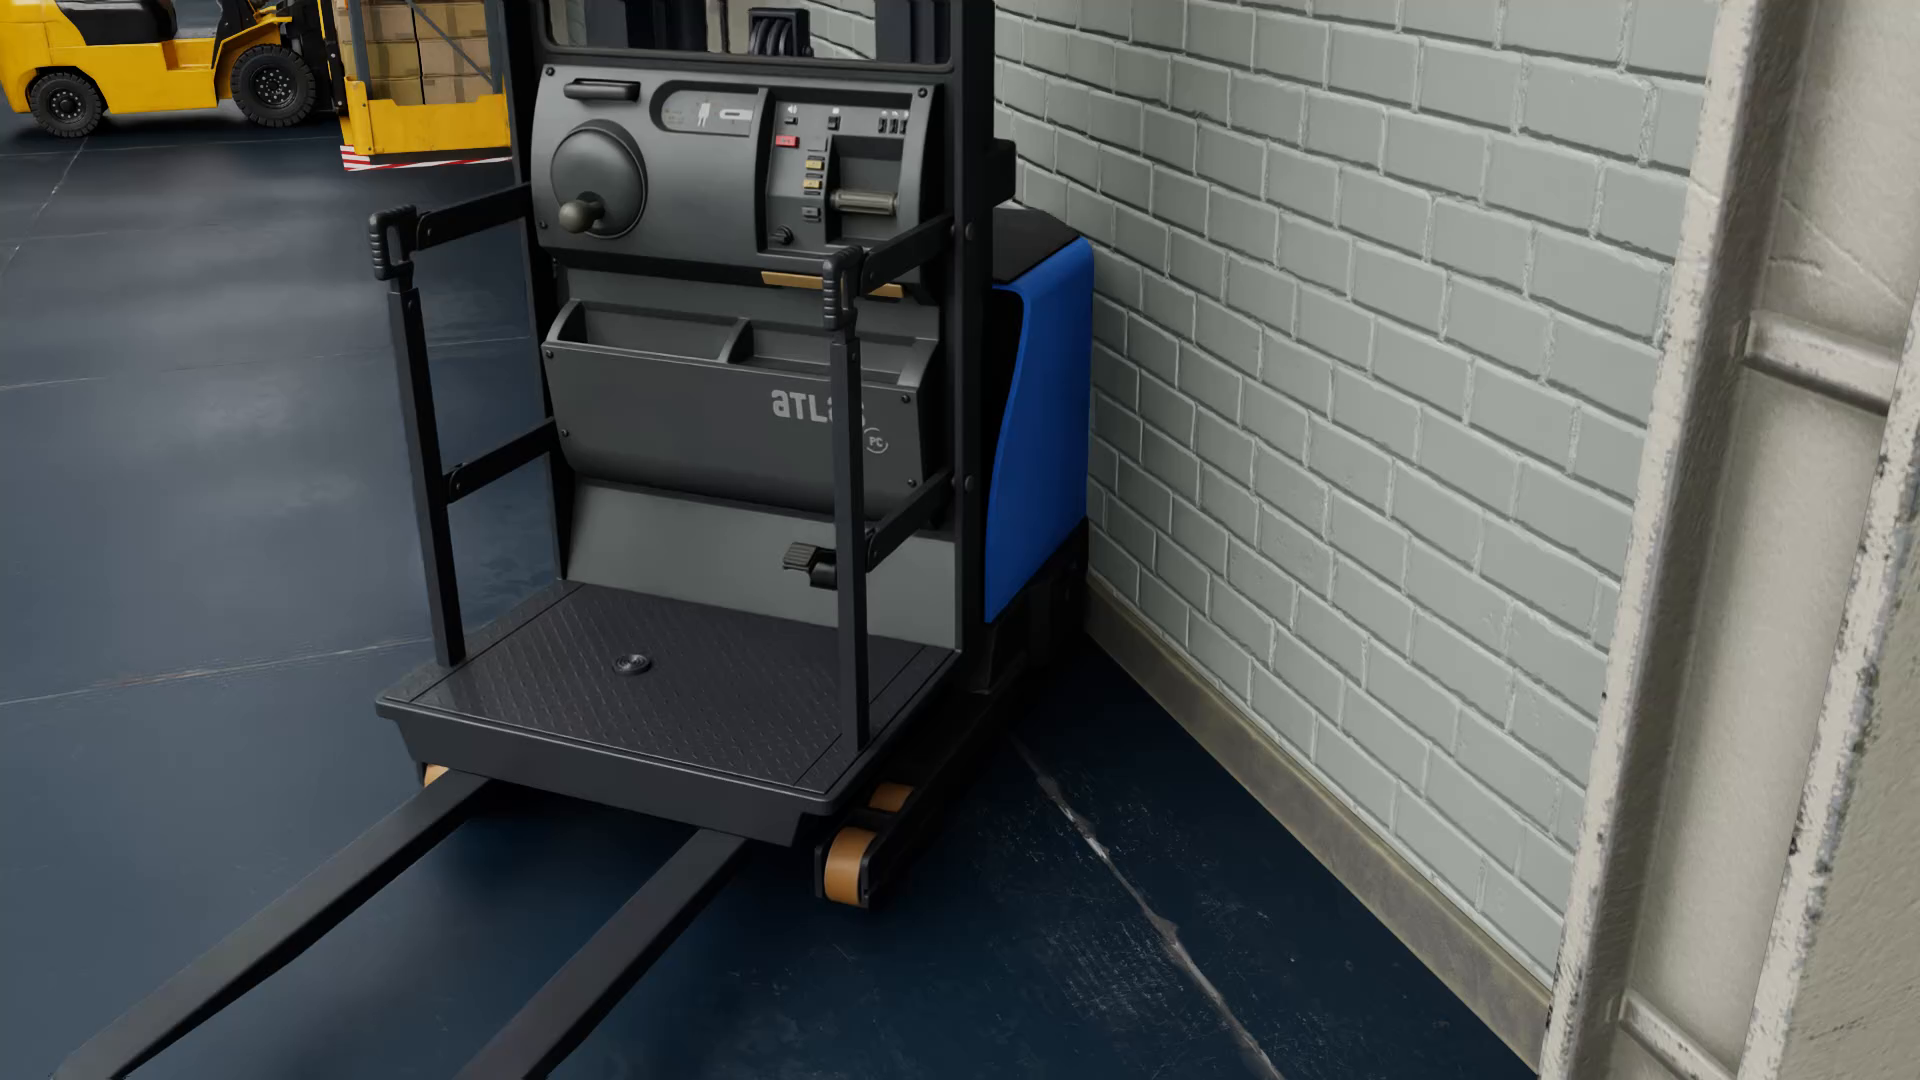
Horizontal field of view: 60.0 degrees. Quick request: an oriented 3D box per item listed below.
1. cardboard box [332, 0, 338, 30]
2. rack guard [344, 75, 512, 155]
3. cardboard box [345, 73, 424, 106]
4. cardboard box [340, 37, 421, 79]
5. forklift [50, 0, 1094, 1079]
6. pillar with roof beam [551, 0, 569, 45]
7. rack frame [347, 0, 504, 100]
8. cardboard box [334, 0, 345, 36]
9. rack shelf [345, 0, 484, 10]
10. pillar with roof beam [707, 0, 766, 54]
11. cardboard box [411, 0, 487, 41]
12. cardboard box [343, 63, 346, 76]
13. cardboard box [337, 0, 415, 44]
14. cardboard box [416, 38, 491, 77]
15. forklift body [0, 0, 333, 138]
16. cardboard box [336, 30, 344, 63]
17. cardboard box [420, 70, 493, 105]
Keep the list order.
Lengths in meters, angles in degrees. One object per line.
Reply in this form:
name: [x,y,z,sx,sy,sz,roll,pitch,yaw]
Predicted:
cardboard box: [-4.574,-4.100,12.827,0.500,0.250,0.500,-8,24,-18]
rack guard: [-3.738,-3.061,11.868,1.175,0.500,0.348,-8,24,-19]
cardboard box: [-4.208,-3.275,12.158,0.500,0.250,0.500,-8,24,-19]
cardboard box: [-4.211,-3.512,12.077,0.500,0.250,0.500,-9,24,-20]
forklift: [-0.570,-0.774,3.313,1.130,2.935,3.031,9,24,20]
pillar with roof beam: [-7.176,-6.772,9.730,9.100,9.000,0.400,-8,24,-19]
rack frame: [-3.746,-4.221,11.403,1.000,3.000,0.127,-8,24,-19]
cardboard box: [-4.386,-3.918,12.395,0.500,0.250,0.500,-8,24,-18]
rack shelf: [-4.453,-4.616,13.267,1.077,0.370,4.000,-8,24,-19]
pillar with roof beam: [-5.057,-4.592,4.558,9.100,9.000,0.400,-8,24,-19]
cardboard box: [-3.739,-3.809,12.138,0.500,0.250,0.500,-9,24,-20]
cardboard box: [-4.747,-3.826,13.464,0.500,0.250,0.500,-8,24,-17]
cardboard box: [-4.201,-3.733,11.957,0.500,0.250,0.500,-8,24,-17]
cardboard box: [-3.718,-3.577,12.232,0.500,0.250,0.500,-8,24,-18]
forklift body: [-6.123,-4.269,12.609,2.313,2.155,1.214,-8,24,-19]
cardboard box: [-4.580,-3.881,12.951,0.500,0.250,0.500,-9,24,-20]
cardboard box: [-3.737,-3.353,12.343,0.500,0.250,0.500,-8,24,-19]
